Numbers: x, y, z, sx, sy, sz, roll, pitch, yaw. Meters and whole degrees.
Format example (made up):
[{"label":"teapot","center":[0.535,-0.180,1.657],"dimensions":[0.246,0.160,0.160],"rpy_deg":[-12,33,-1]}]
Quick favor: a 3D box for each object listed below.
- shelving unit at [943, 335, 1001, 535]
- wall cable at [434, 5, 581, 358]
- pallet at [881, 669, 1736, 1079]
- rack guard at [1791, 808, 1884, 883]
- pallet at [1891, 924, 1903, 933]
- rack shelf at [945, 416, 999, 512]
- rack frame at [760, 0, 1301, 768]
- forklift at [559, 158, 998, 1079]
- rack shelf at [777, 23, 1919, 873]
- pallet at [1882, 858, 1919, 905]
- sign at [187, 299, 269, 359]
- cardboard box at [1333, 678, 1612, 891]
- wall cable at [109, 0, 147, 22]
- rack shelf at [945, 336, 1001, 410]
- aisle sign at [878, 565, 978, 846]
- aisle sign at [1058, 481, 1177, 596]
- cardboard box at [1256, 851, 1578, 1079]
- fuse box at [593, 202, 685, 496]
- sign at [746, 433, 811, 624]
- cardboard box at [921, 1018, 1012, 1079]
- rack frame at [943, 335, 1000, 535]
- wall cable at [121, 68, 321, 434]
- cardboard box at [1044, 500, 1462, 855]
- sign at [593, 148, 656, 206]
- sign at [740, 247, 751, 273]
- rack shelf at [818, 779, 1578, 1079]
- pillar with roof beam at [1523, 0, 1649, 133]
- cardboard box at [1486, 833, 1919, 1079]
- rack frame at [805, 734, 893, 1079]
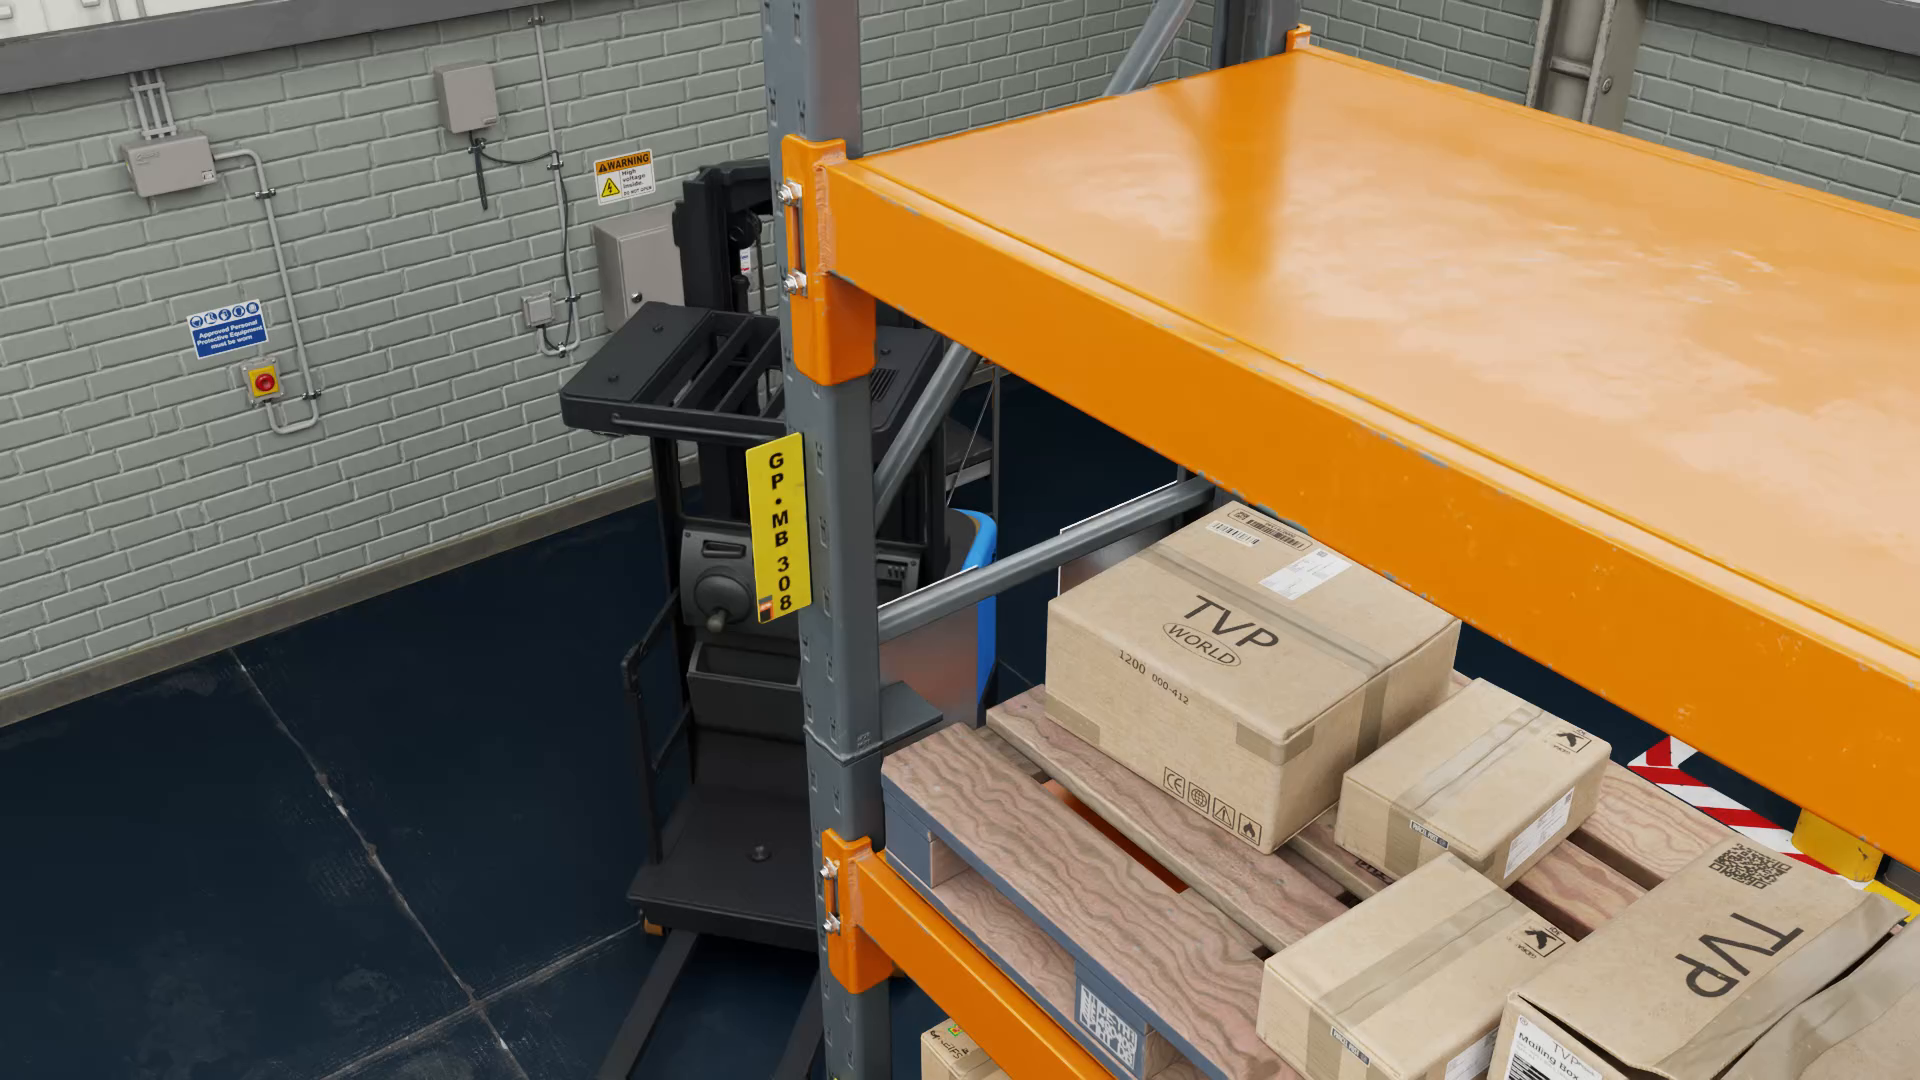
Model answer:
[{"label":"shelving unit","center":[-0.101,-0.961,8.807],"dimensions":[0.431,2.100,0.503],"rpy_deg":[-22,38,-31]},{"label":"wall cable","center":[-2.212,-1.751,8.264],"dimensions":[0.588,1.984,0.122],"rpy_deg":[-22,38,-31]},{"label":"pallet","center":[0.614,0.556,2.753],"dimensions":[1.003,0.211,1.213],"rpy_deg":[-22,38,-31]},{"label":"rack guard","center":[4.116,0.973,7.210],"dimensions":[1.175,0.500,0.348],"rpy_deg":[-22,38,-31]},{"label":"pallet","center":[1.366,1.064,1.934],"dimensions":[1.003,0.211,1.213],"rpy_deg":[-22,38,-31]},{"label":"rack shelf","center":[-0.101,-0.355,9.184],"dimensions":[0.431,0.518,0.480],"rpy_deg":[-22,38,-31]},{"label":"rack frame","center":[0.151,-1.062,2.431],"dimensions":[1.000,3.000,0.127],"rpy_deg":[-22,38,-31]},{"label":"forklift","center":[-0.653,0.244,6.079],"dimensions":[1.130,2.935,3.031],"rpy_deg":[7,33,11]},{"label":"rack shelf","center":[1.377,0.247,1.384],"dimensions":[1.077,0.370,4.000],"rpy_deg":[-22,38,-31]},{"label":"pallet","center":[4.606,1.427,6.752],"dimensions":[1.003,0.211,1.213],"rpy_deg":[-22,38,-31]},{"label":"sign","center":[-3.401,-0.981,7.730],"dimensions":[0.327,0.218,0.001],"rpy_deg":[-22,38,-31]},{"label":"cardboard box","center":[0.818,0.405,2.657],"dimensions":[0.380,0.149,0.250],"rpy_deg":[-26,40,-35]},{"label":"wall cable","center":[-3.560,-3.342,6.101],"dimensions":[0.463,3.000,0.029],"rpy_deg":[-22,38,-31]},{"label":"rack shelf","center":[-0.101,-0.949,8.814],"dimensions":[0.431,0.518,0.480],"rpy_deg":[-22,38,-31]},{"label":"aisle sign","center":[-0.122,0.446,3.225],"dimensions":[0.394,0.787,0.004],"rpy_deg":[-22,38,-31]},{"label":"aisle sign","center":[0.352,0.252,3.538],"dimensions":[0.394,0.787,0.004],"rpy_deg":[-22,38,-31]},{"label":"cardboard box","center":[0.636,0.626,2.301],"dimensions":[0.380,0.149,0.250],"rpy_deg":[-21,37,-30]},{"label":"fuse box","center":[-1.577,-0.928,9.122],"dimensions":[0.539,1.711,0.414],"rpy_deg":[-22,38,-31]},{"label":"sign","center":[-0.291,-0.016,2.686],"dimensions":[0.100,0.325,0.005],"rpy_deg":[-22,38,-31]},{"label":"cardboard box","center":[0.150,0.981,3.170],"dimensions":[0.380,0.149,0.250],"rpy_deg":[-21,38,-30]},{"label":"rack frame","center":[0.048,-0.859,8.643],"dimensions":[0.400,2.100,0.015],"rpy_deg":[-22,38,-31]},{"label":"wall cable","center":[-3.325,-1.301,7.509],"dimensions":[0.585,1.953,0.123],"rpy_deg":[-22,38,-31]},{"label":"cardboard box","center":[0.498,0.213,2.870],"dimensions":[0.500,0.250,0.500],"rpy_deg":[-26,40,-36]},{"label":"sign","center":[-1.747,-1.894,8.674],"dimensions":[0.339,0.242,0.001],"rpy_deg":[-22,38,-31]},{"label":"sign","center":[-1.313,-1.681,9.203],"dimensions":[0.329,0.494,0.001],"rpy_deg":[-22,38,-31]},{"label":"rack shelf","center":[1.377,1.351,2.070],"dimensions":[1.077,0.370,4.000],"rpy_deg":[-22,38,-31]},{"label":"pillar with roof beam","center":[-0.273,-2.692,5.055],"dimensions":[9.100,9.000,0.400],"rpy_deg":[-22,38,-31]},{"label":"cardboard box","center":[1.029,0.669,2.078],"dimensions":[0.500,0.311,0.500],"rpy_deg":[-22,38,-31]},{"label":"rack frame","center":[0.151,1.486,4.014],"dimensions":[1.000,3.000,0.127],"rpy_deg":[-22,38,-31]}]
